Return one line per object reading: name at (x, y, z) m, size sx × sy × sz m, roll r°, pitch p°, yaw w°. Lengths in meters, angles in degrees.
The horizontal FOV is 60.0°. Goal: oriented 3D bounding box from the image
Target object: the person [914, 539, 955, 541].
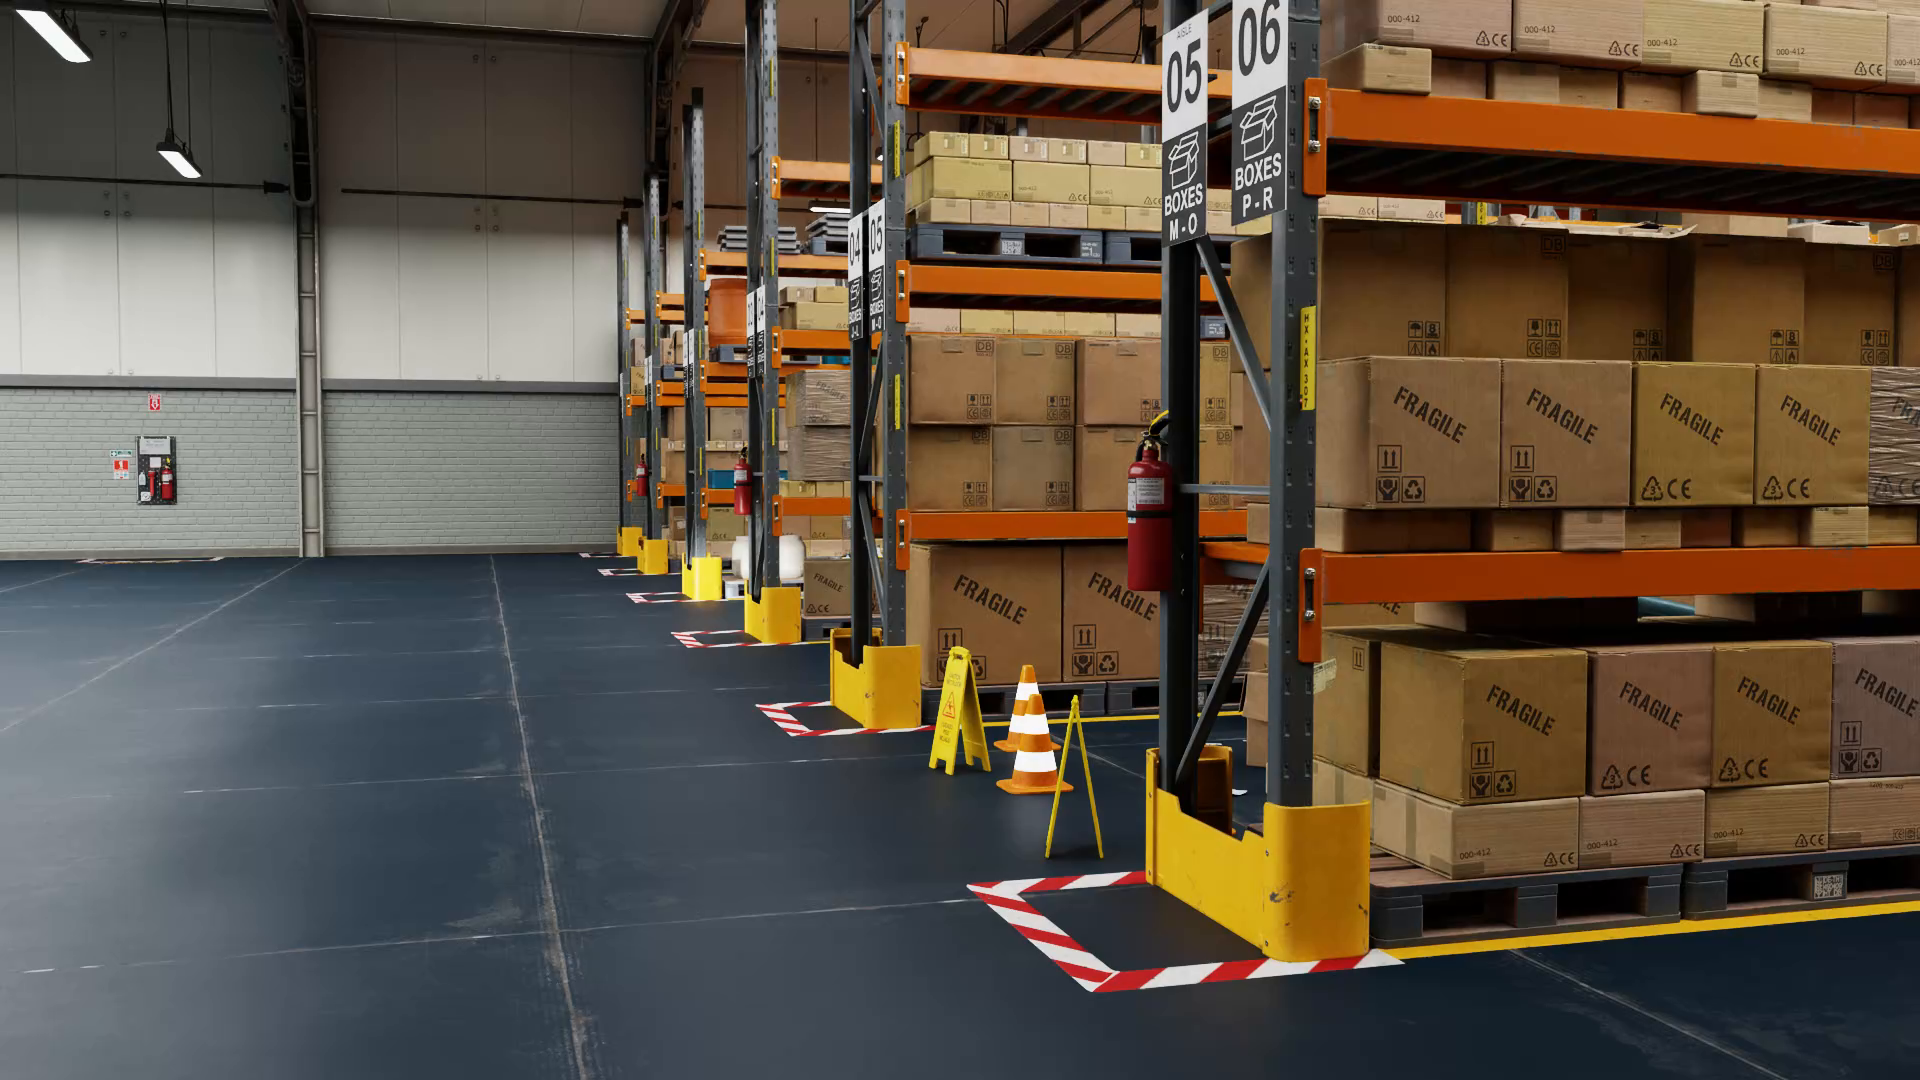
person at (-0.267, -0.108, 18.266) m, size 0.535 × 1.765 × 0.400 m, roll -1°, pitch 3°, yaw -15°
